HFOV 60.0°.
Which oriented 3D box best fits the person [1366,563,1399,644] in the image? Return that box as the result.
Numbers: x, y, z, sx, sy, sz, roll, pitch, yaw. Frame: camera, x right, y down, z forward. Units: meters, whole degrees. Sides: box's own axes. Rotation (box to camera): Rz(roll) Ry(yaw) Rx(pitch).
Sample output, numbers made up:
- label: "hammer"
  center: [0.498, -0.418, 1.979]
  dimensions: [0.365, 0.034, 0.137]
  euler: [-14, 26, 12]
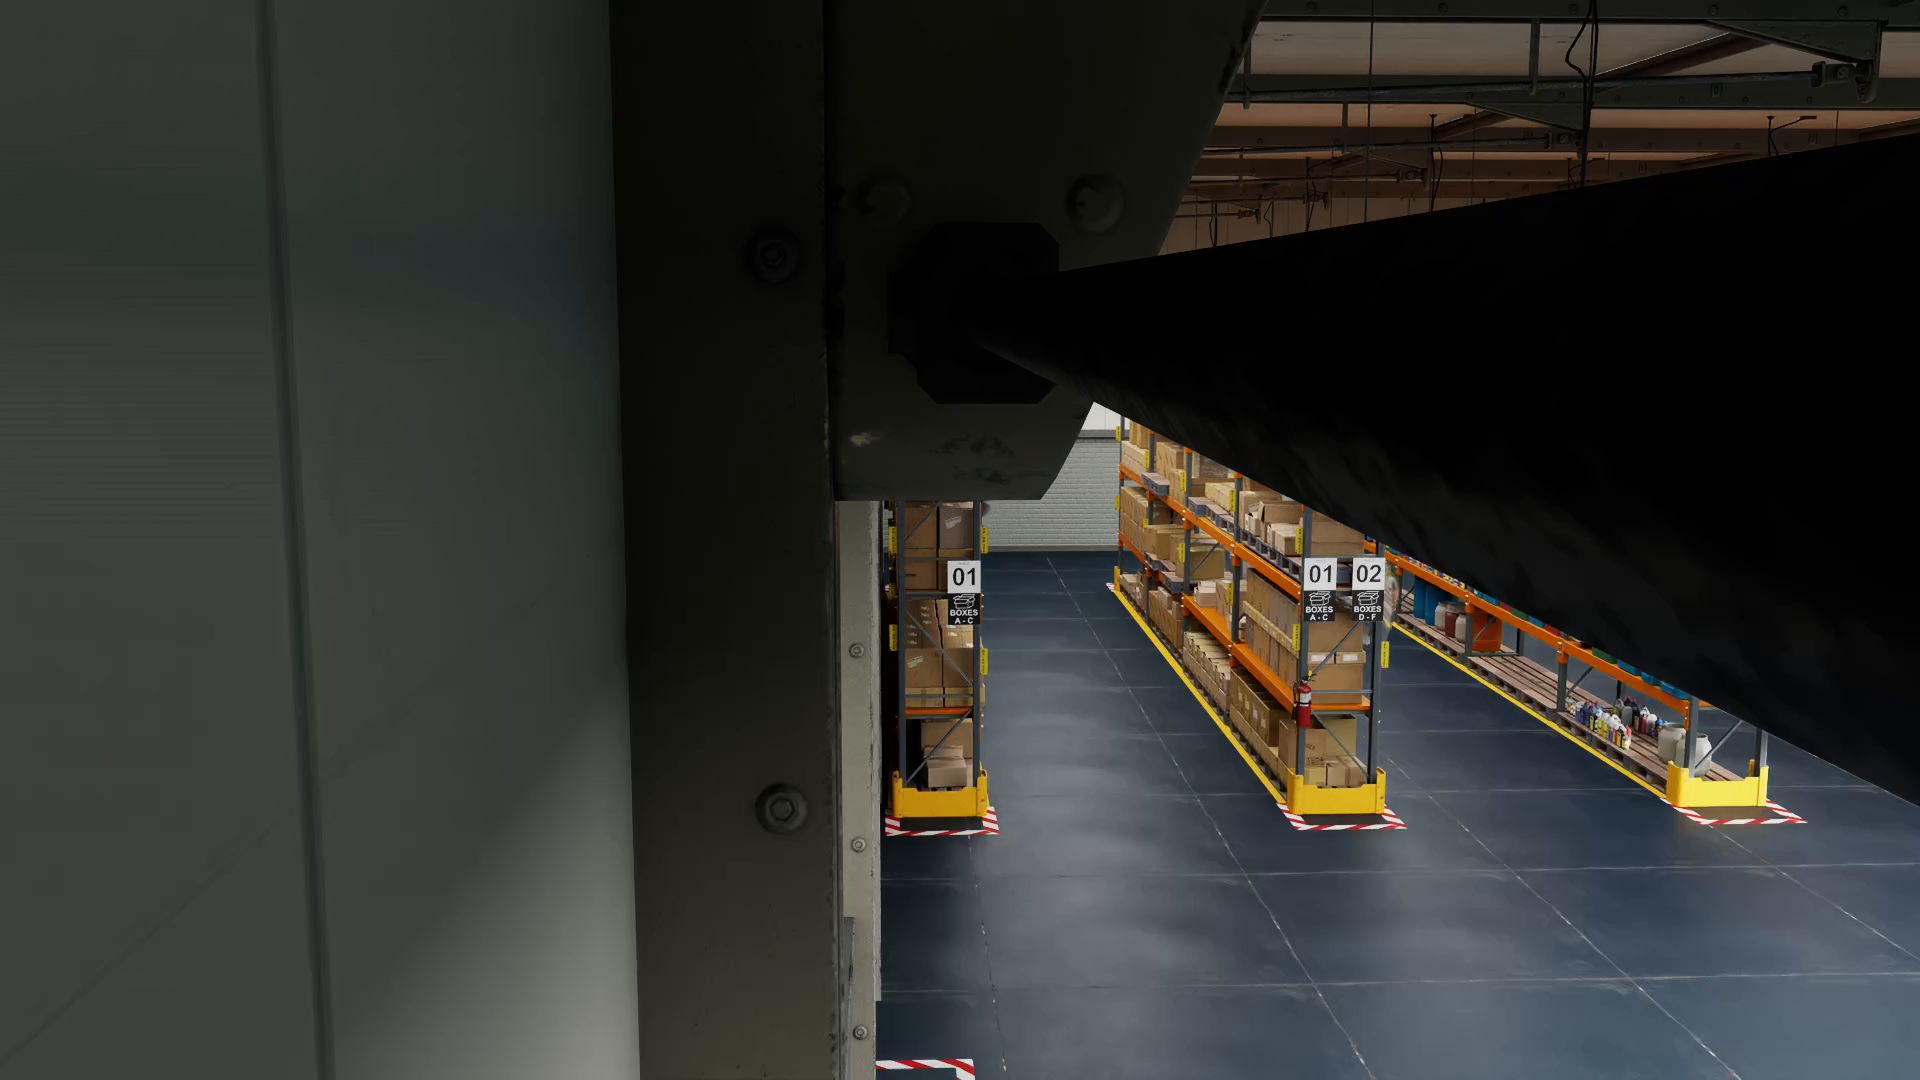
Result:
- label: "person"
  center: [7.623, 1.223, 29.995]
  dimensions: [0.573, 1.654, 0.746]
  euler: [0, 8, -1]

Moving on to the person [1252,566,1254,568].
- label: "person"
  center: [6.187, 0.681, 33.183]
  dimensions: [0.667, 1.749, 0.758]
  euler: [-2, 8, -11]
